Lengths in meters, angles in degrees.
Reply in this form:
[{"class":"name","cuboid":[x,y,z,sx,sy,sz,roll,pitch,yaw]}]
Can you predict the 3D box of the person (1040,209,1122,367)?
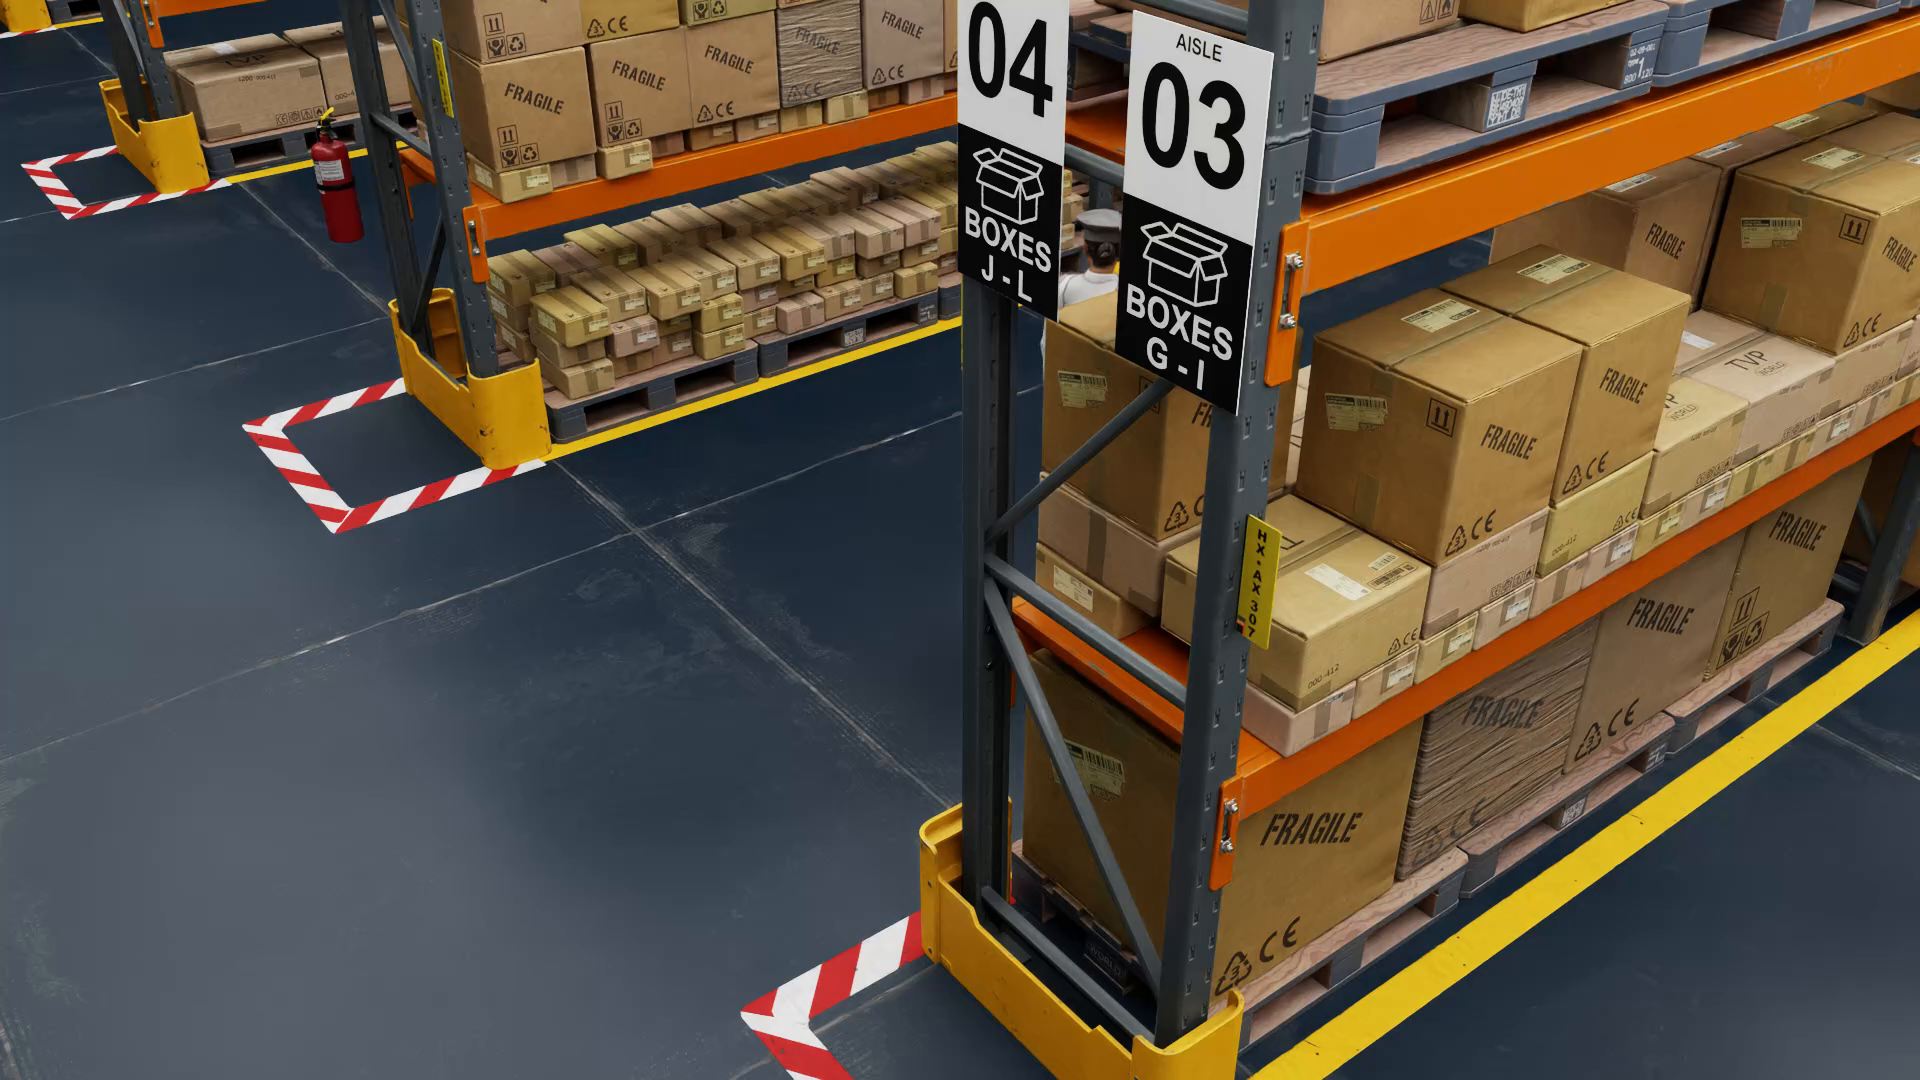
[{"class":"person","cuboid":[0.594,-0.556,7.047,0.516,1.748,0.361,18,37,26]}]
